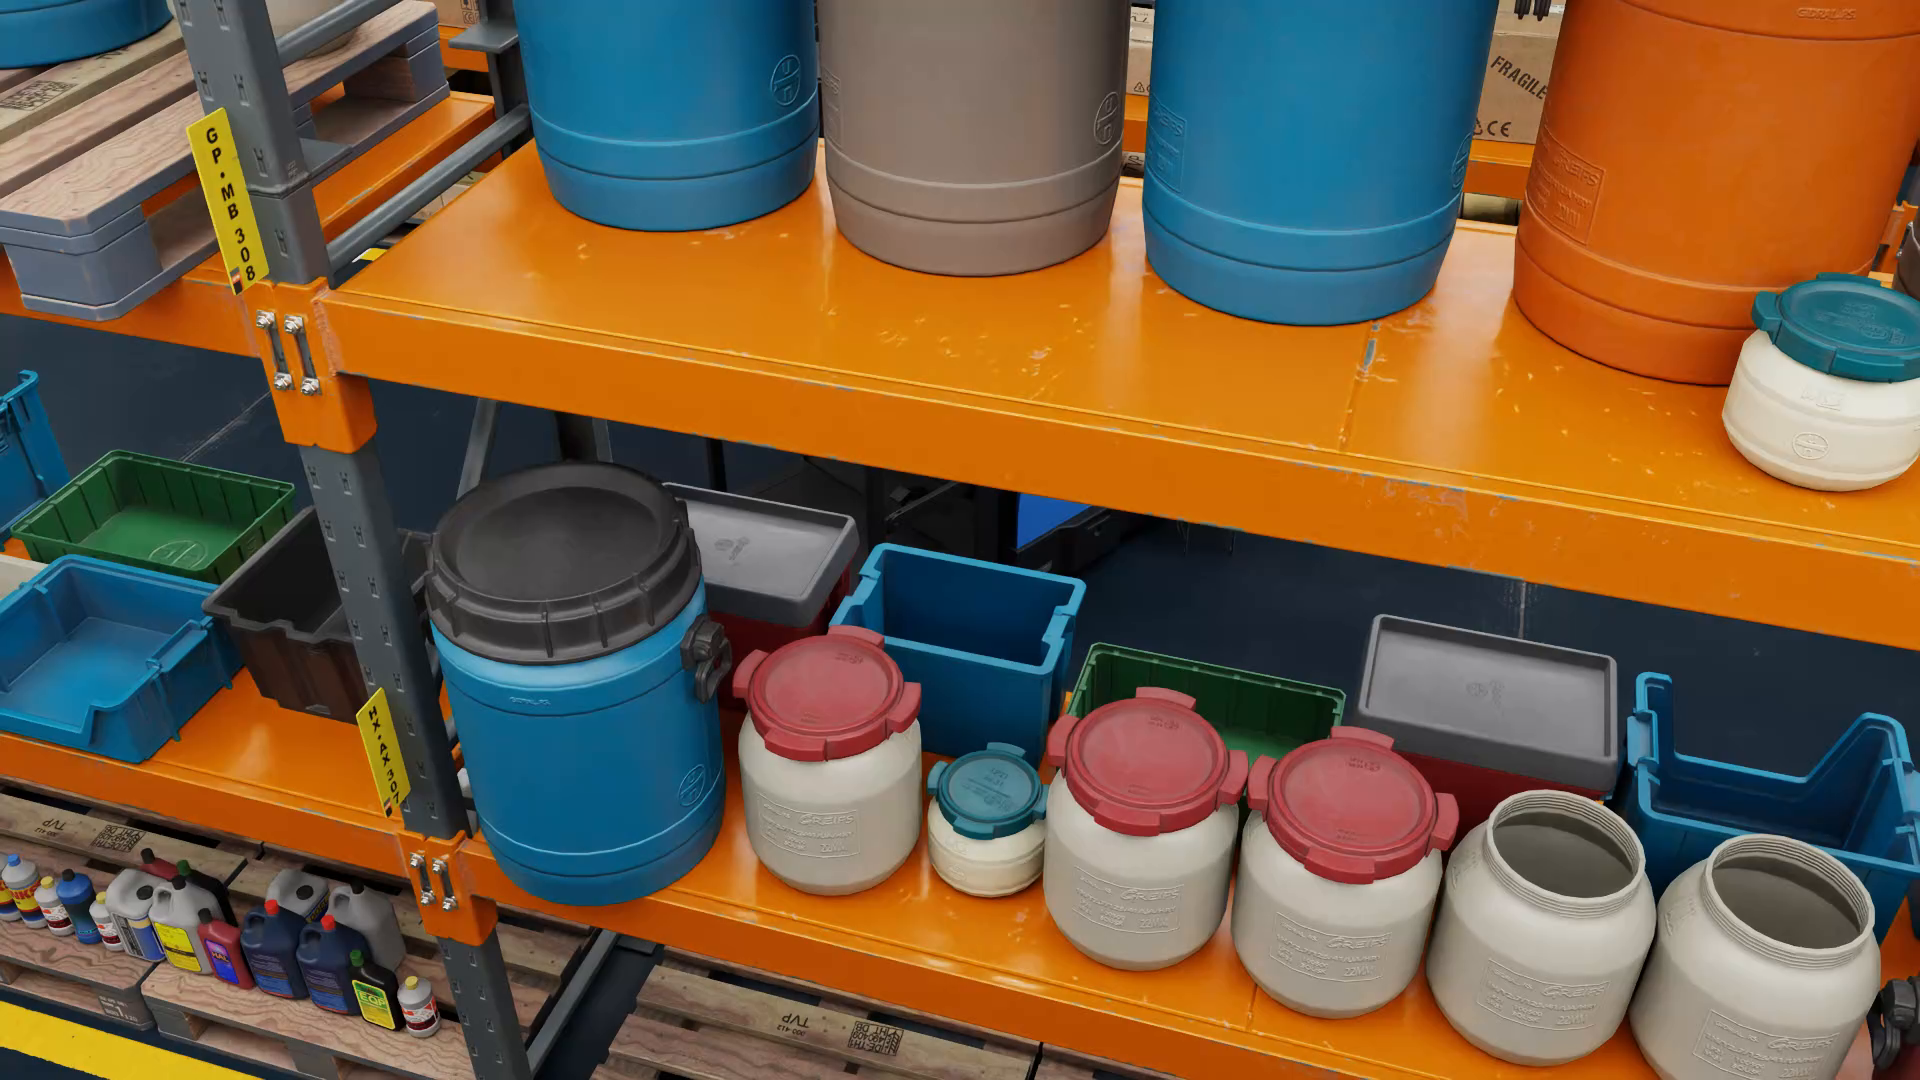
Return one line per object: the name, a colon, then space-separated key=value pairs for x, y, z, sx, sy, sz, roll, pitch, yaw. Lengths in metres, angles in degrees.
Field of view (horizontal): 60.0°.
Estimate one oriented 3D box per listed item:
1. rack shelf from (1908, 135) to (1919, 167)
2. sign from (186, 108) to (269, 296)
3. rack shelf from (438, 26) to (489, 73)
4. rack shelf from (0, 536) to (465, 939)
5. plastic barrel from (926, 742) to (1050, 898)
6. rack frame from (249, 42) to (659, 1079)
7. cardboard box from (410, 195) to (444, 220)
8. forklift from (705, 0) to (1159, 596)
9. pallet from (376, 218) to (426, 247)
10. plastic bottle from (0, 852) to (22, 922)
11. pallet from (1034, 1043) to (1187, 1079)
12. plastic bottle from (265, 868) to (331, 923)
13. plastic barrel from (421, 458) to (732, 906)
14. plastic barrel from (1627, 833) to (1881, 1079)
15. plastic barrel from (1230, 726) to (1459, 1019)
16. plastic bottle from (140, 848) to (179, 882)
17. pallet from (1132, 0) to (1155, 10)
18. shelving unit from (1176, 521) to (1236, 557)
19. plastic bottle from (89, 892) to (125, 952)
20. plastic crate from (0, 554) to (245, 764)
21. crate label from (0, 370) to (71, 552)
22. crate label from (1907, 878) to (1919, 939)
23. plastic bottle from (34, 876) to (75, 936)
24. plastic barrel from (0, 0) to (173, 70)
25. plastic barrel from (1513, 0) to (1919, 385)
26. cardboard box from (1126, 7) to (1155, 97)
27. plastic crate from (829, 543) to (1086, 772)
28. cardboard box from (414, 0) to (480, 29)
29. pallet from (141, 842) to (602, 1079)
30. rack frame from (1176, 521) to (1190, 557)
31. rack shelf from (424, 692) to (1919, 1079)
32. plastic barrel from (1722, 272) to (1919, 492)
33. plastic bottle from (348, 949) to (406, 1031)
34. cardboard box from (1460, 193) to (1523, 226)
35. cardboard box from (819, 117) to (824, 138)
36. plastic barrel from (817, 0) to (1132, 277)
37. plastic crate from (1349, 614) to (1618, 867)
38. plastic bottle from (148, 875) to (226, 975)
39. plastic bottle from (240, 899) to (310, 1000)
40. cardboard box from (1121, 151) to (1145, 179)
rack shelf: x=6.060 y=-1.158 z=6.900 sx=4.000 sy=0.370 sz=1.077 roll=10 pitch=38 yaw=14
sign: x=-1.322 y=-0.609 z=3.009 sx=0.005 sy=0.325 sz=0.100 roll=10 pitch=38 yaw=14
rack shelf: x=-1.576 y=-2.572 z=8.821 sx=4.000 sy=0.370 sz=1.077 roll=10 pitch=38 yaw=14
rack shelf: x=-3.056 y=0.230 z=5.014 sx=4.000 sy=0.370 sz=1.077 roll=10 pitch=38 yaw=14
plastic barrel: x=0.070 y=0.670 z=3.926 sx=0.301 sy=0.262 sz=0.301 roll=0 pitch=36 yaw=0
rack frame: x=-1.147 y=0.293 z=4.321 sx=0.127 sy=3.000 sz=1.000 roll=10 pitch=38 yaw=14
cardboard box: x=-3.039 y=-2.057 z=9.479 sx=0.500 sy=0.250 sz=0.500 roll=10 pitch=38 yaw=14
forklift: x=-0.452 y=-0.926 z=6.036 sx=3.031 sy=2.935 sz=1.130 roll=-29 pitch=45 yaw=-34
pallet: x=-2.742 y=-1.981 z=9.763 sx=1.213 sy=0.211 sz=1.003 roll=10 pitch=38 yaw=14
plastic bottle: x=-3.001 y=1.065 z=5.202 sx=0.097 sy=0.271 sz=0.097 roll=0 pitch=36 yaw=0
pallet: x=0.782 y=1.748 z=4.697 sx=1.213 sy=0.211 sz=1.003 roll=10 pitch=38 yaw=14
plastic bottle: x=-2.011 y=1.140 z=5.097 sx=0.135 sy=0.276 sz=0.152 roll=10 pitch=38 yaw=14
plastic barrel: x=-0.869 y=0.331 z=3.847 sx=0.708 sy=0.901 sz=0.600 roll=10 pitch=38 yaw=14
plastic barrel: x=1.625 y=0.894 z=3.410 sx=0.421 sy=0.512 sz=0.421 roll=0 pitch=36 yaw=0
plastic barrel: x=0.814 y=0.738 z=3.602 sx=0.433 sy=0.535 sz=0.433 roll=0 pitch=36 yaw=0
plastic bottle: x=-2.462 y=1.077 z=5.176 sx=0.133 sy=0.283 sz=0.061 roll=10 pitch=38 yaw=14
pallet: x=1.155 y=-4.288 z=12.897 sx=1.213 sy=0.211 sz=1.003 roll=10 pitch=38 yaw=14
shelving unit: x=1.066 y=-0.365 z=6.986 sx=0.210 sy=0.900 sz=0.258 roll=-2 pitch=36 yaw=-2
plastic bottle: x=-2.614 y=1.165 z=5.126 sx=0.097 sy=0.201 sz=0.097 roll=0 pitch=36 yaw=0
plastic crate: x=-2.285 y=0.311 z=4.422 sx=0.616 sy=0.251 sz=0.499 roll=10 pitch=38 yaw=14
crate label: x=-3.128 y=-0.256 z=5.037 sx=0.616 sy=0.435 sz=0.502 roll=10 pitch=38 yaw=14
crate label: x=2.380 y=0.781 z=3.799 sx=0.416 sy=0.233 sz=0.303 roll=10 pitch=38 yaw=14
plastic bottle: x=-2.811 y=1.129 z=5.175 sx=0.097 sy=0.201 sz=0.097 roll=0 pitch=36 yaw=0
plastic barrel: x=-2.065 y=-1.522 z=3.480 sx=0.708 sy=0.901 sz=0.600 roll=10 pitch=38 yaw=14
plastic barrel: x=1.327 y=-0.764 z=2.865 sx=0.708 sy=0.830 sz=0.600 roll=10 pitch=38 yaw=14
cardboard box: x=0.816 y=-2.386 z=8.088 sx=0.500 sy=0.250 sz=0.500 roll=13 pitch=38 yaw=17
plastic crate: x=-0.002 y=0.319 z=4.300 sx=0.575 sy=0.384 sz=0.392 roll=10 pitch=38 yaw=14
cardboard box: x=-2.540 y=-3.076 z=8.814 sx=0.500 sy=0.500 sz=0.700 roll=11 pitch=38 yaw=15
pallet: x=-1.776 y=1.274 z=5.341 sx=1.213 sy=0.211 sz=1.003 roll=10 pitch=38 yaw=14
rack frame: x=0.965 y=-0.362 z=6.983 sx=0.006 sy=0.900 sz=0.240 roll=-2 pitch=36 yaw=-2
rack shelf: x=0.762 y=0.937 z=4.054 sx=4.000 sy=0.370 sz=1.077 roll=10 pitch=38 yaw=14
plastic barrel: x=1.387 y=-0.245 z=2.638 sx=0.301 sy=0.262 sz=0.301 roll=0 pitch=36 yaw=0
plastic bottle: x=-1.705 y=1.312 z=4.858 sx=0.133 sy=0.283 sz=0.061 roll=12 pitch=38 yaw=16
cardboard box: x=2.749 y=-1.527 z=8.287 sx=0.500 sy=0.311 sz=0.500 roll=10 pitch=37 yaw=13
cardboard box: x=-0.648 y=-1.926 z=8.668 sx=0.500 sy=0.500 sz=0.500 roll=10 pitch=38 yaw=14
plastic barrel: x=0.027 y=-1.034 z=3.171 sx=0.600 sy=0.901 sz=0.600 roll=0 pitch=36 yaw=0
plastic crate: x=1.219 y=0.516 z=3.965 sx=0.583 sy=0.464 sz=0.402 roll=10 pitch=38 yaw=14
plastic bottle: x=-2.339 y=1.141 z=5.032 sx=0.185 sy=0.351 sz=0.144 roll=10 pitch=38 yaw=14
plastic bottle: x=-2.031 y=1.198 z=4.955 sx=0.185 sy=0.351 sz=0.144 roll=9 pitch=37 yaw=12
cardboard box: x=0.805 y=-1.887 z=8.775 sx=0.500 sy=0.311 sz=0.500 roll=10 pitch=38 yaw=14
